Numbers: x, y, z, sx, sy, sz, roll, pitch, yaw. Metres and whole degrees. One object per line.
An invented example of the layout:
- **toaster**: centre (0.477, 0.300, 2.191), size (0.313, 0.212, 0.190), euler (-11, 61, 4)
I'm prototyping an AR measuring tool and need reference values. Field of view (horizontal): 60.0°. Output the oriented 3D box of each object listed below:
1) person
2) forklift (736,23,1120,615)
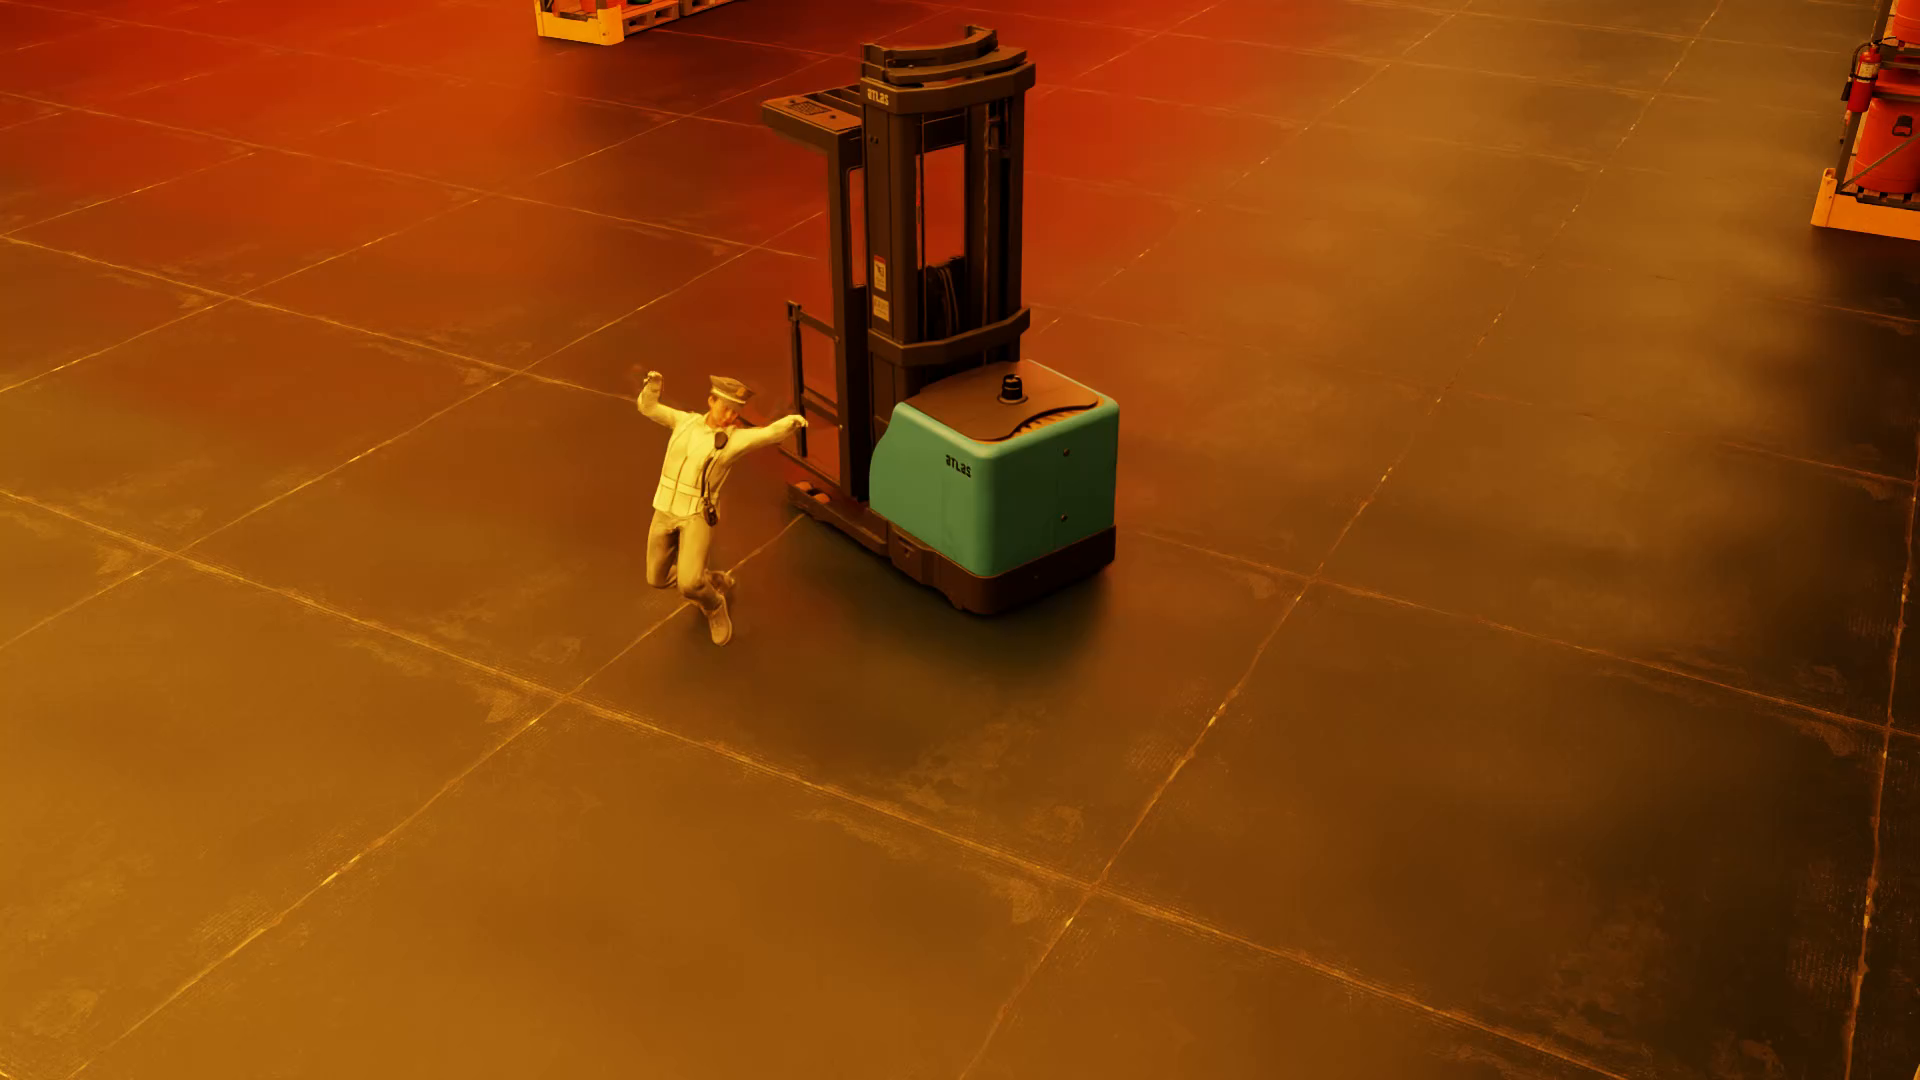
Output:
- **person**: centre (-1.251, -0.173, 8.771), size (0.997, 1.554, 0.818), euler (18, 35, 28)
- **forklift**: centre (-0.414, -1.527, 9.716), size (1.130, 2.935, 3.031), euler (-22, 37, -33)
